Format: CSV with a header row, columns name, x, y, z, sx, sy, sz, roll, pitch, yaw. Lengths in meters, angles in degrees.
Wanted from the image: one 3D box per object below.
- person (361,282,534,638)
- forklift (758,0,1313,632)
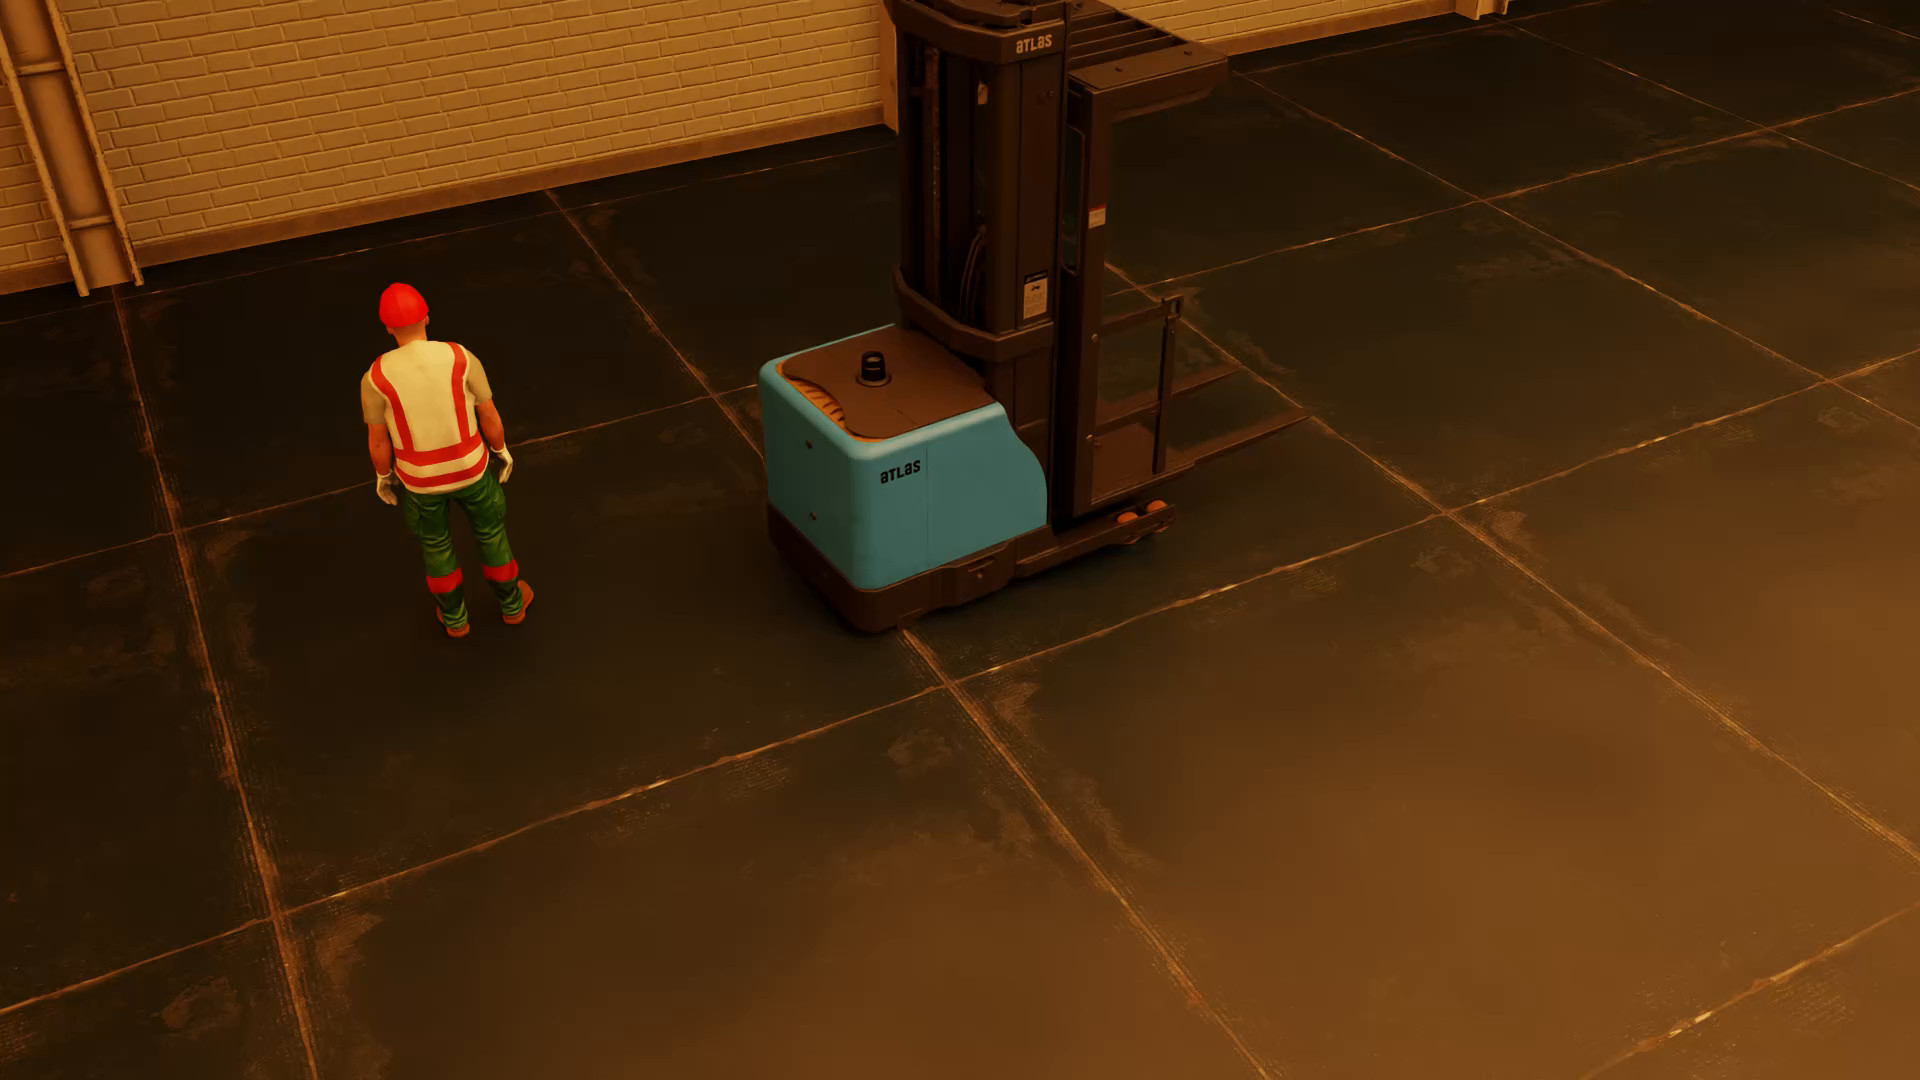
name,x,y,z,sx,sy,sz,roll,pitch,yaw
person,-2.362,-0.337,7.602,0.615,1.778,0.453,-12,37,-17
forklift,0.525,-1.408,8.115,3.031,2.935,1.130,-21,40,-27
